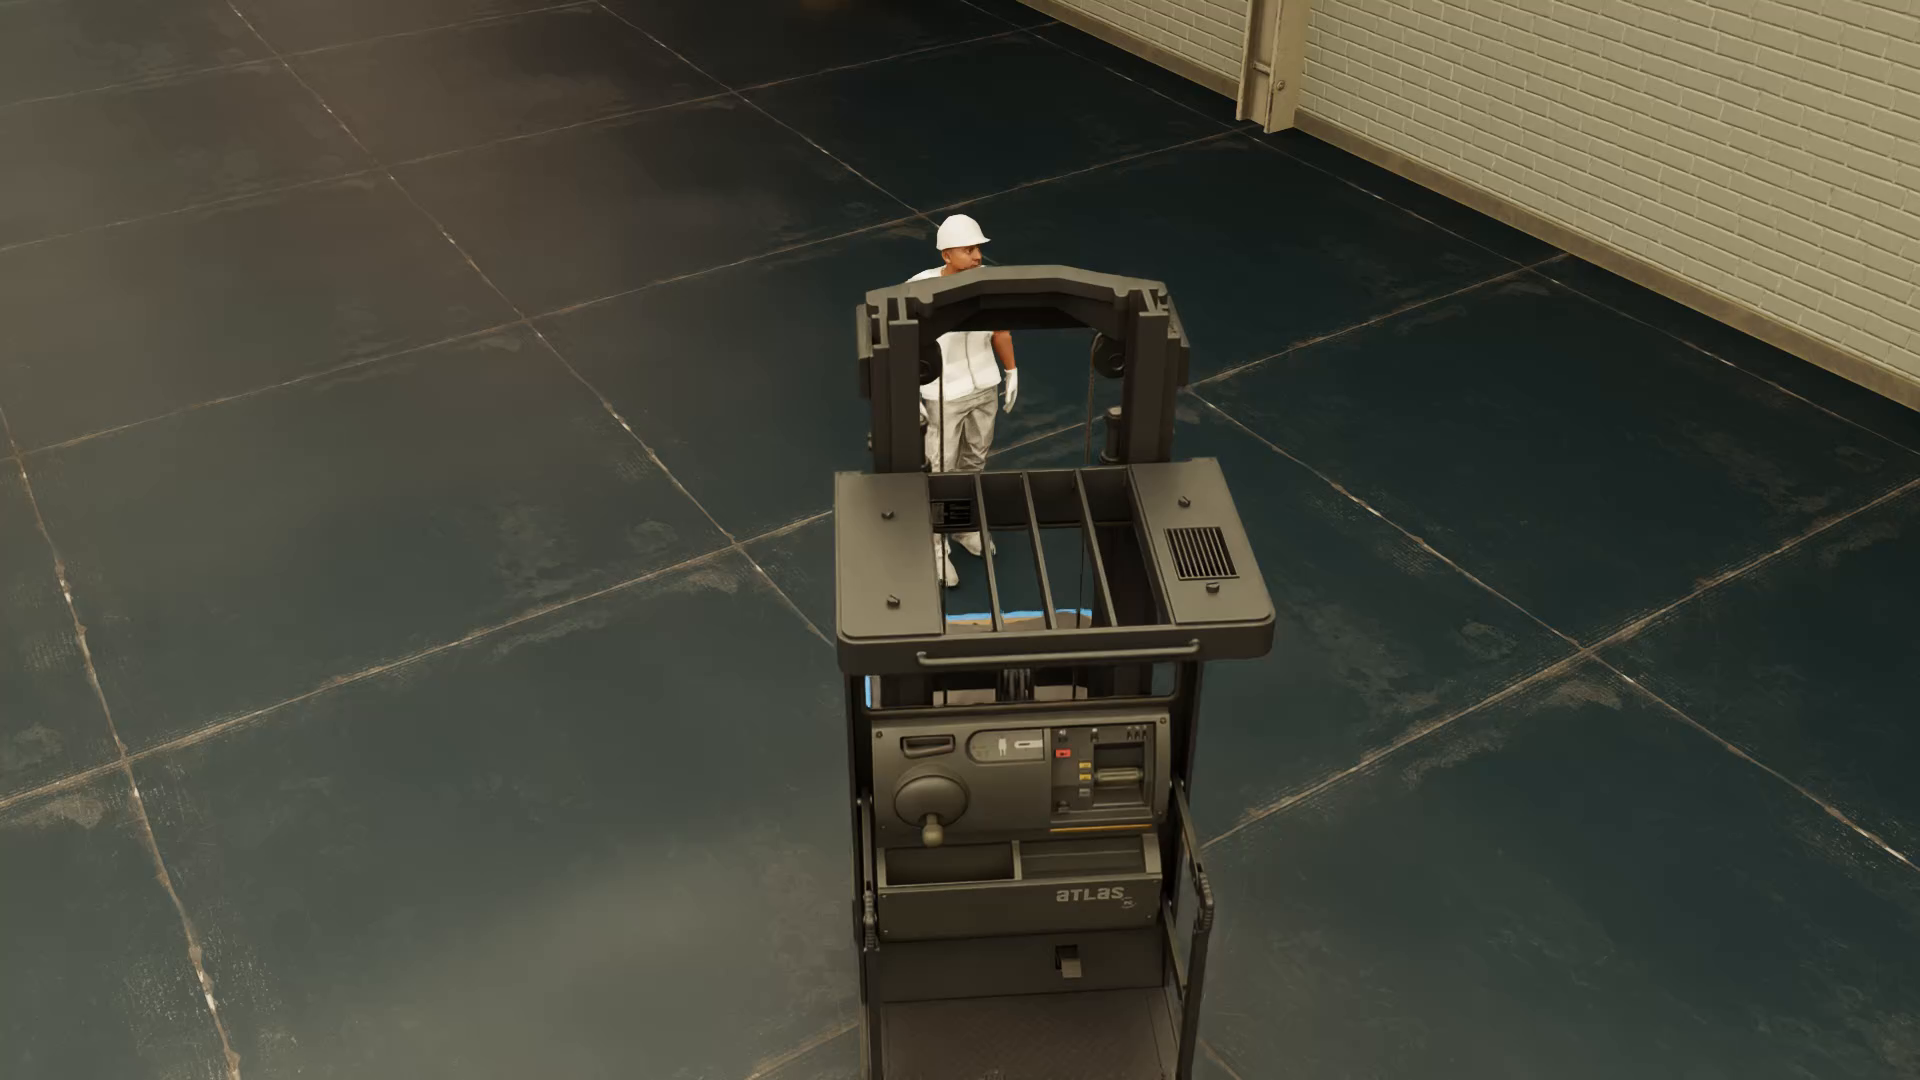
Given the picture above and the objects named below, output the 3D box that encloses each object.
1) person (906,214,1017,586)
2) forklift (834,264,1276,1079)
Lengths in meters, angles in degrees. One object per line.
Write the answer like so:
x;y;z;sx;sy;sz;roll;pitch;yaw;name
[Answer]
0.033;-0.698;8.127;0.657;1.785;0.575;-21;40;-27;person
0.210;0.802;5.006;1.130;2.935;3.031;-2;35;-3;forklift
